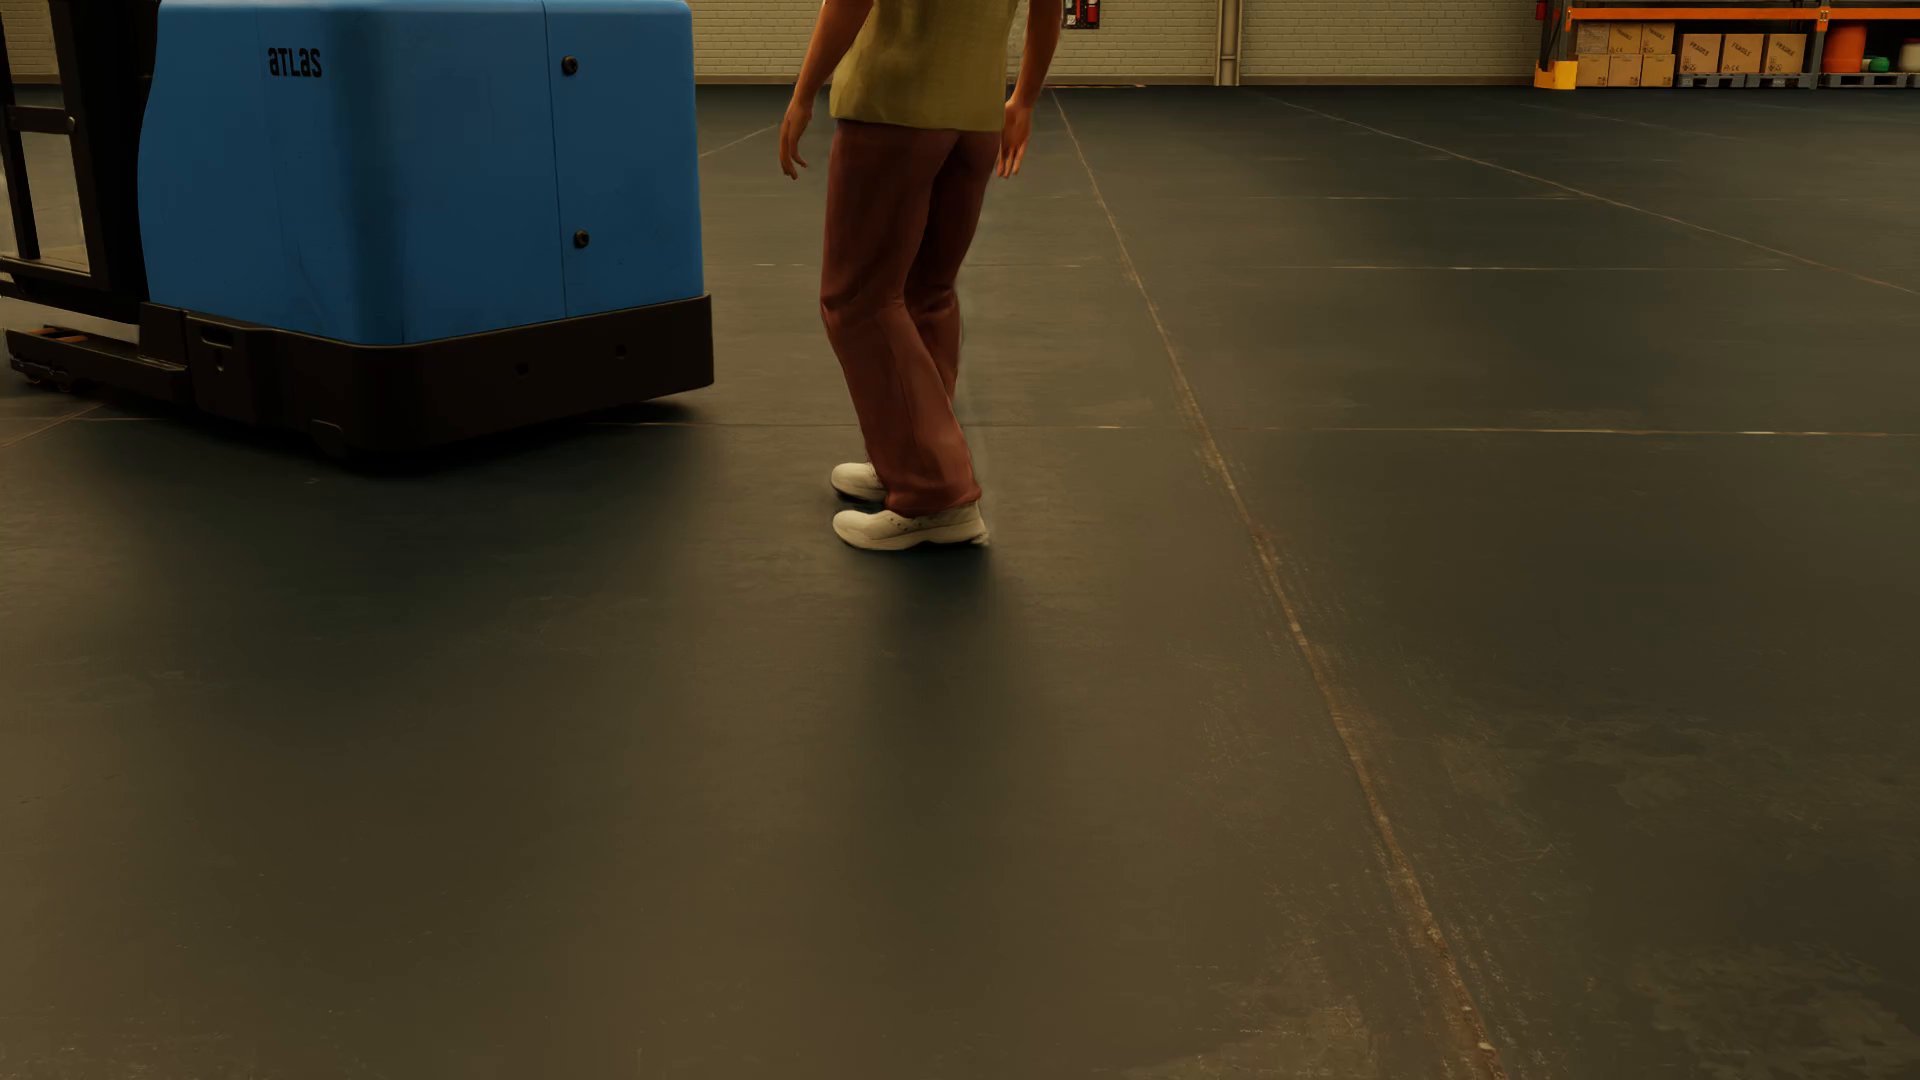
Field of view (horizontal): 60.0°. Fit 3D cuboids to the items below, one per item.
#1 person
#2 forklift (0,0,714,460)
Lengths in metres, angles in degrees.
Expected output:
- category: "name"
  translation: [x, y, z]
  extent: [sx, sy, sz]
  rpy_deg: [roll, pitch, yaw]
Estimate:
- category: "person"
  translation: [-0.121, -0.810, 3.234]
  extent: [0.620, 1.650, 0.603]
  rpy_deg: [16, 23, 41]
- category: "forklift"
  translation: [-2.131, -1.921, 4.616]
  extent: [3.031, 2.935, 1.130]
  rpy_deg: [13, 22, 37]
